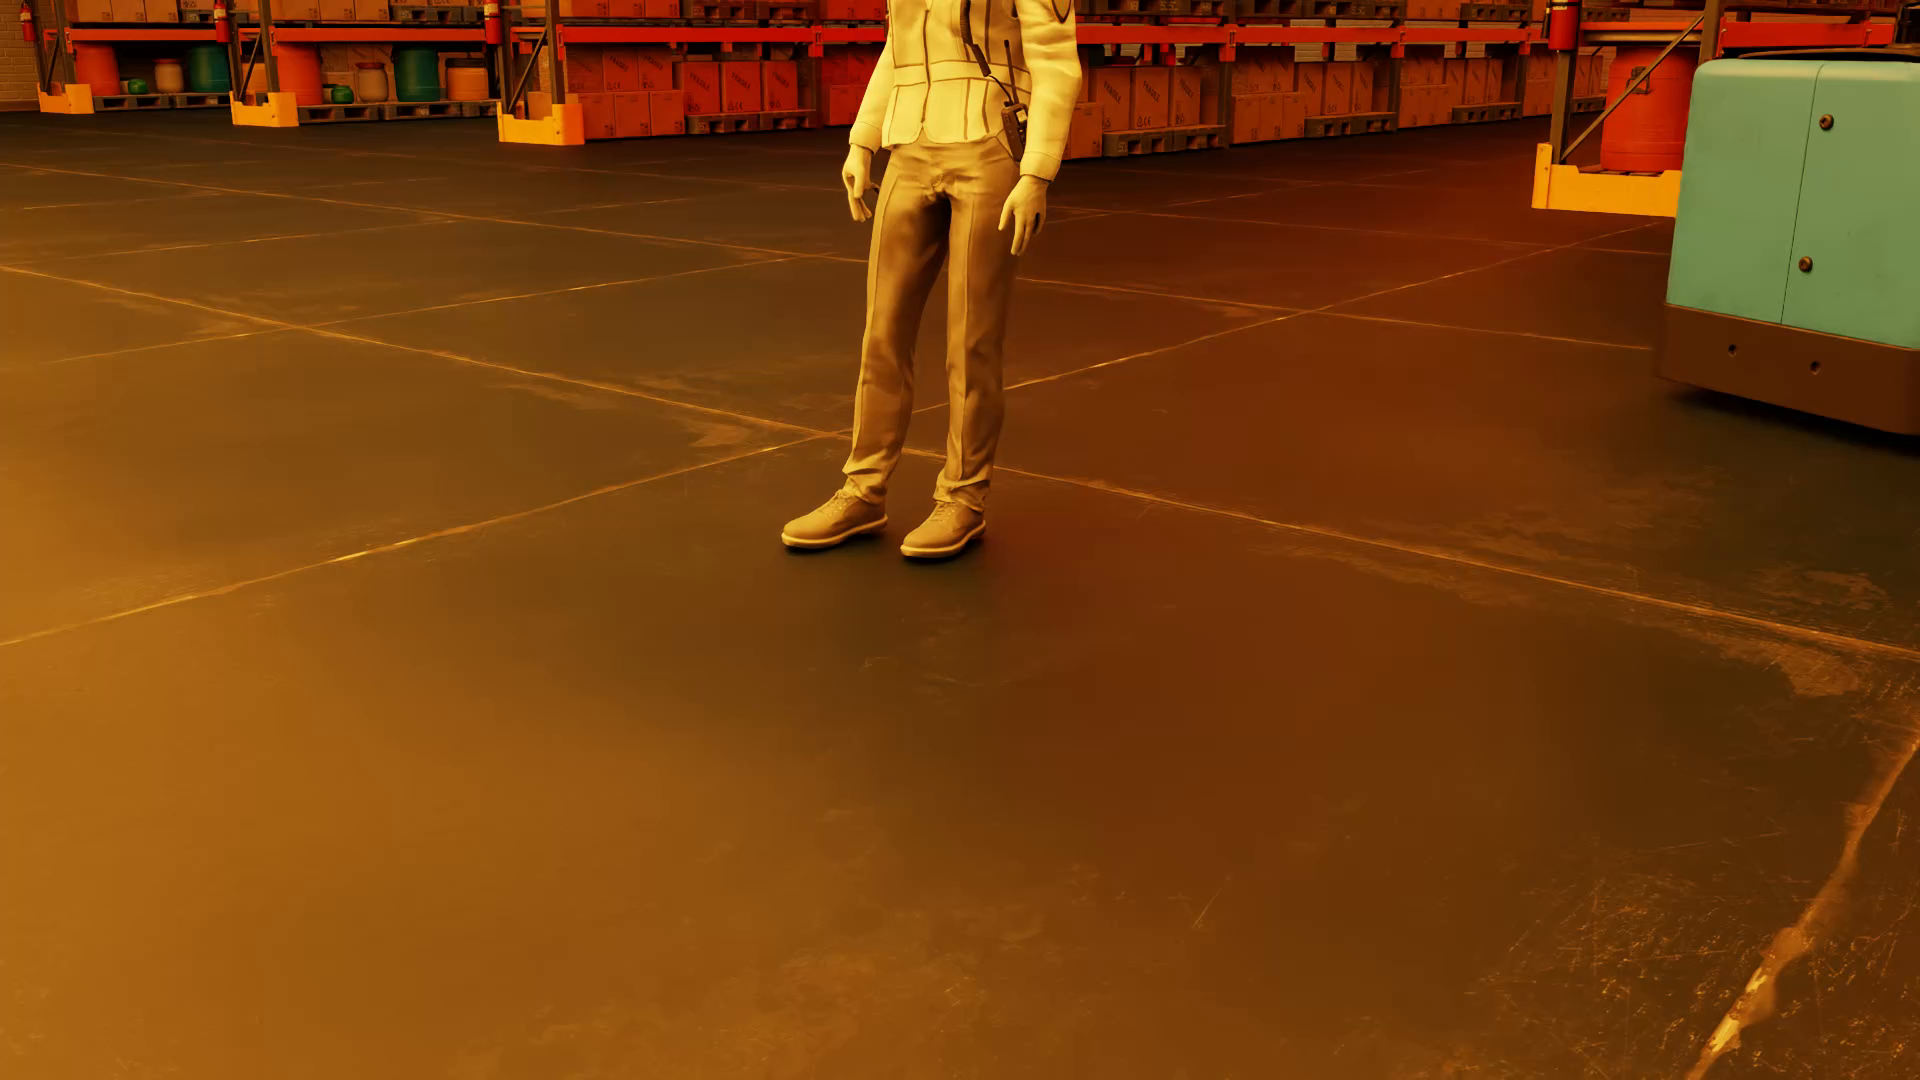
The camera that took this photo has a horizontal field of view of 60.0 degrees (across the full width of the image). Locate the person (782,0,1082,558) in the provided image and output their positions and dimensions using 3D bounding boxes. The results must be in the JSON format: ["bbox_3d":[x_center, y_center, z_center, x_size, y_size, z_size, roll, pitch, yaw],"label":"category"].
[{"bbox_3d":[-0.056,-0.805,3.652,0.568,1.694,0.530,13,21,37],"label":"person"}]

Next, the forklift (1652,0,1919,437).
[{"bbox_3d":[3.849,-1.923,5.230,3.031,2.935,1.130,-7,18,-22],"label":"forklift"}]
